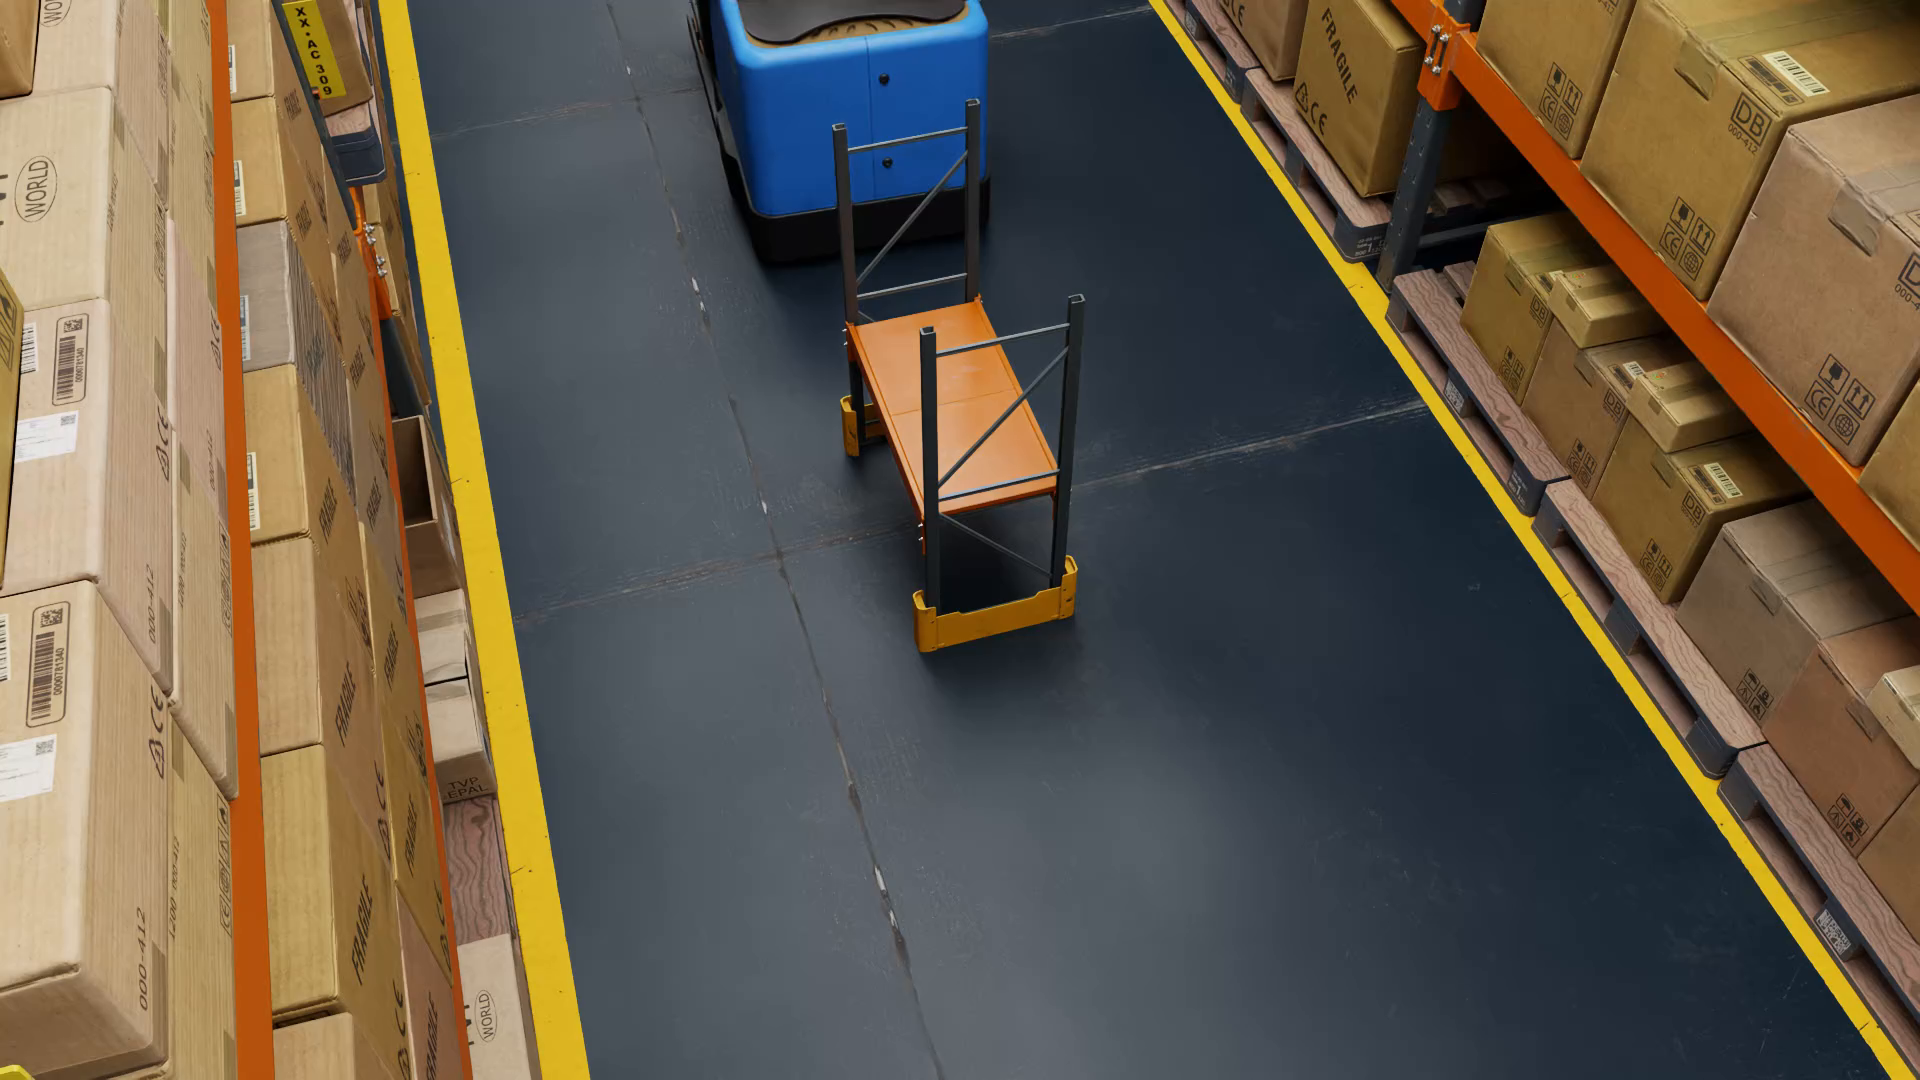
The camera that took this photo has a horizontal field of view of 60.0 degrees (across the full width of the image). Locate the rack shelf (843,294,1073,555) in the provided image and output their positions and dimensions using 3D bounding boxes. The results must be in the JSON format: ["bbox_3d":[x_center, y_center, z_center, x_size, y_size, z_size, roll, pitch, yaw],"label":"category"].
[{"bbox_3d":[-0.025,-0.430,5.867,0.538,0.185,1.000,-13,51,-11],"label":"rack shelf"}]

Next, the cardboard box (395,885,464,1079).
[{"bbox_3d":[-1.293,1.081,3.311,0.500,0.500,0.500,-14,51,-11],"label":"cardboard box"}]

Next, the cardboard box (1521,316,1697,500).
[{"bbox_3d":[2.561,-0.564,6.124,0.700,0.500,0.500,-14,51,-11],"label":"cardboard box"}]

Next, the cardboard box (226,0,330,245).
[{"bbox_3d":[-2.042,-1.092,4.490,0.500,0.500,0.500,-13,51,-11],"label":"cardboard box"}]

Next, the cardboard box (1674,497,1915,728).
[{"bbox_3d":[2.875,0.199,5.480,0.700,0.500,0.500,-15,51,-12],"label":"cardboard box"}]

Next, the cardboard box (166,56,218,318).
[{"bbox_3d":[-1.604,-0.575,2.909,0.500,0.250,0.500,-13,51,-11],"label":"cardboard box"}]

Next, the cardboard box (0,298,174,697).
[{"bbox_3d":[-1.300,-0.008,2.104,0.500,0.250,0.500,-13,51,-11],"label":"cardboard box"}]

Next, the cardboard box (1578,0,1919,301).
[{"bbox_3d":[2.648,-1.334,5.216,0.980,0.700,0.700,-14,51,-12],"label":"cardboard box"}]

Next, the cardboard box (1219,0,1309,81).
[{"bbox_3d":[1.710,-2.708,7.702,0.750,0.750,0.750,-12,51,-10],"label":"cardboard box"}]

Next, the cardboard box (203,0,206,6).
[{"bbox_3d":[-1.903,-1.304,3.524,0.500,0.250,0.500,-13,51,-11],"label":"cardboard box"}]

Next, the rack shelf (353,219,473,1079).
[{"bbox_3d":[-1.847,0.644,4.216,1.077,0.370,4.000,-13,51,-11],"label":"rack shelf"}]

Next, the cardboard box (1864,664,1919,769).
[{"bbox_3d":[2.884,0.484,4.816,0.380,0.149,0.250,-12,51,-10],"label":"cardboard box"}]

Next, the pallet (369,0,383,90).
[{"bbox_3d":[-3.437,-2.517,8.234,1.003,0.211,1.213,-13,51,-11],"label":"pallet"}]

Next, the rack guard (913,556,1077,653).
[{"bbox_3d":[0.125,0.227,5.895,0.587,0.250,0.087,-13,51,-11],"label":"rack guard"}]

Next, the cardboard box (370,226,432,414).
[{"bbox_3d":[-2.349,-0.793,6.304,0.500,0.500,0.500,-15,52,-13],"label":"cardboard box"}]

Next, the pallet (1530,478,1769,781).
[{"bbox_3d":[2.807,0.193,5.949,1.003,0.211,1.213,-13,51,-11],"label":"pallet"}]

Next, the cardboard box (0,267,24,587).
[{"bbox_3d":[-1.490,-0.204,1.779,0.700,0.500,0.500,-13,51,-11],"label":"cardboard box"}]

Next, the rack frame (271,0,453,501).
[{"bbox_3d":[-2.439,-1.049,5.172,1.000,3.000,0.127,-13,51,-11],"label":"rack frame"}]

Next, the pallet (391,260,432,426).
[{"bbox_3d":[-2.715,-0.735,6.732,1.003,0.211,1.213,-13,51,-11],"label":"pallet"}]

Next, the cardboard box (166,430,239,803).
[{"bbox_3d":[-1.300,0.154,2.295,0.500,0.250,0.500,-13,51,-11],"label":"cardboard box"}]

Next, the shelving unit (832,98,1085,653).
[{"bbox_3d":[-0.023,-0.539,5.724,0.587,1.500,1.083,-13,51,-11],"label":"shelving unit"}]

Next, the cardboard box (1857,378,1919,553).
[{"bbox_3d":[3.089,-0.246,4.299,0.980,0.700,0.700,-14,51,-11],"label":"cardboard box"}]

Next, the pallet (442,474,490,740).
[{"bbox_3d":[-2.236,0.352,5.815,1.003,0.211,1.213,-13,51,-11],"label":"pallet"}]

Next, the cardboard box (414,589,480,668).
[{"bbox_3d":[-1.831,0.341,5.578,0.380,0.149,0.250,-13,51,-11],"label":"cardboard box"}]

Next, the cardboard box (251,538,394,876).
[{"bbox_3d":[-1.440,0.388,3.242,0.500,0.500,0.500,-13,51,-10],"label":"cardboard box"}]

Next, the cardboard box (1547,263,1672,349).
[{"bbox_3d":[2.343,-0.849,5.940,0.380,0.149,0.250,-12,51,-10],"label":"cardboard box"}]

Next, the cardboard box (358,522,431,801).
[{"bbox_3d":[-1.585,0.349,3.929,0.500,0.500,0.500,-13,51,-10],"label":"cardboard box"}]

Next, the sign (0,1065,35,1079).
[{"bbox_3d":[-0.737,0.502,1.332,0.100,0.325,0.005,-13,51,-11],"label":"sign"}]

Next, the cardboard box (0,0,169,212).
[{"bbox_3d":[-1.598,-0.737,2.719,0.500,0.250,0.500,-13,51,-11],"label":"cardboard box"}]

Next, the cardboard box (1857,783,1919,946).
[{"bbox_3d":[3.173,0.932,4.863,0.700,0.500,0.500,-13,51,-11],"label":"cardboard box"}]

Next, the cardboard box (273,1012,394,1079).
[{"bbox_3d":[-1.135,1.135,2.612,0.500,0.500,0.500,-12,51,-10],"label":"cardboard box"}]

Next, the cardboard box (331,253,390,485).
[{"bbox_3d":[-1.892,-0.398,4.558,0.500,0.500,0.500,-12,51,-10],"label":"cardboard box"}]

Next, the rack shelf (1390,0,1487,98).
[{"bbox_3d":[1.701,-3.400,7.625,1.077,0.370,4.000,-13,51,-11],"label":"rack shelf"}]

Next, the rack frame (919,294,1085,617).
[{"bbox_3d":[0.125,-0.174,5.416,0.500,1.500,0.032,-13,51,-11],"label":"rack frame"}]

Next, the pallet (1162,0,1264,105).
[{"bbox_3d":[1.628,-2.712,8.398,1.003,0.211,1.213,-13,51,-11],"label":"pallet"}]

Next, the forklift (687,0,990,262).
[{"bbox_3d":[-0.728,-3.300,7.115,1.130,2.935,3.031,-11,51,-9],"label":"forklift"}]

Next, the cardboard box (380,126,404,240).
[{"bbox_3d":[-2.658,-1.547,6.939,0.500,0.500,0.500,-13,51,-11],"label":"cardboard box"}]

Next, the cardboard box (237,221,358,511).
[{"bbox_3d":[-1.739,-0.351,3.864,0.500,0.500,0.500,-13,51,-11],"label":"cardboard box"}]

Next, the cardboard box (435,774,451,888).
[{"bbox_3d":[-1.878,0.985,4.803,0.797,0.503,0.637,-13,51,-11],"label":"cardboard box"}]

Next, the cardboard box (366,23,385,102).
[{"bbox_3d":[-2.968,-2.298,7.573,0.500,0.500,0.500,-15,51,-12],"label":"cardboard box"}]

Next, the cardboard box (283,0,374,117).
[{"bbox_3d":[-2.365,-1.613,5.308,0.700,0.500,0.500,-30,56,-23],"label":"cardboard box"}]
